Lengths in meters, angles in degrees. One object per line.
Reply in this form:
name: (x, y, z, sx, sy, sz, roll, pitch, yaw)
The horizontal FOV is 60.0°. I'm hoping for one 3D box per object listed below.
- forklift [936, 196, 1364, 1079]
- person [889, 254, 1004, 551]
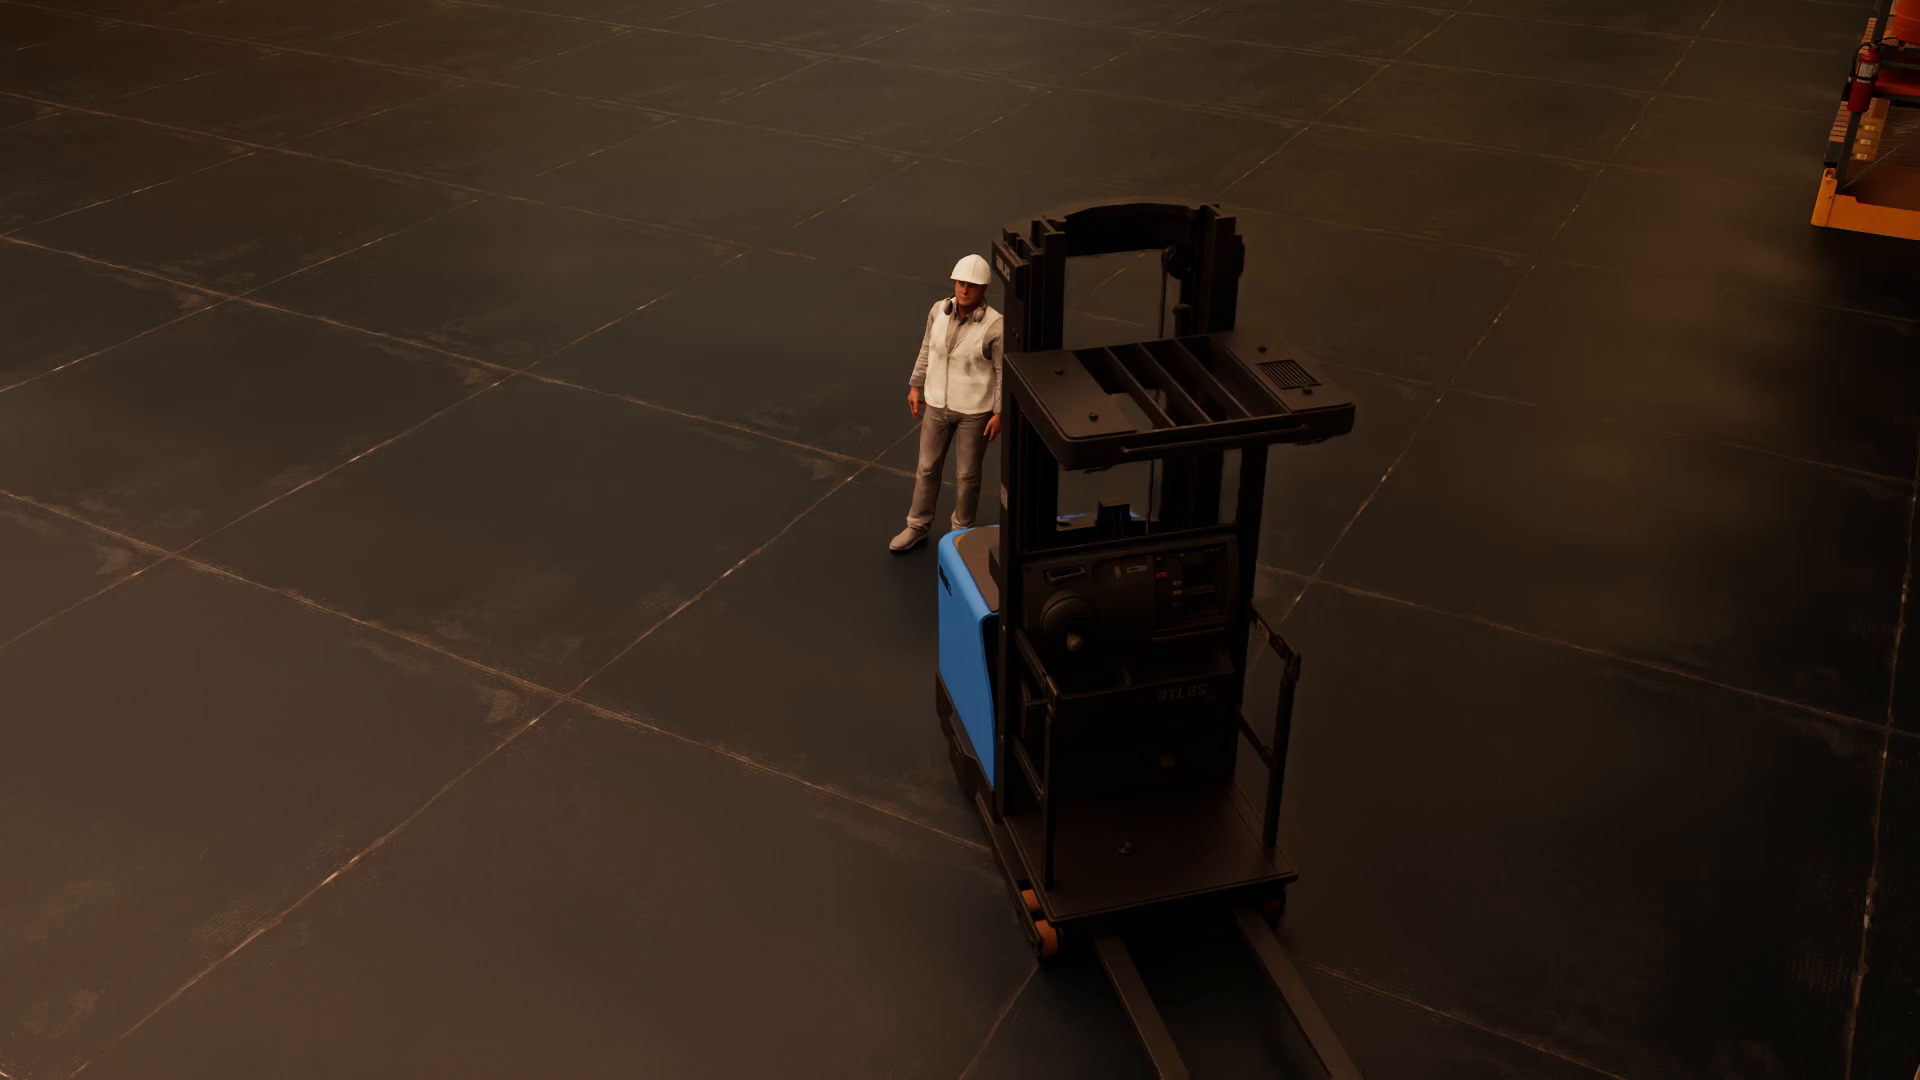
forklift: (0.761, 0.267, 6.608, 1.130, 2.935, 3.031, -8, 31, -13)
person: (-0.037, -0.748, 9.510, 0.634, 1.776, 0.565, 15, 33, 25)
